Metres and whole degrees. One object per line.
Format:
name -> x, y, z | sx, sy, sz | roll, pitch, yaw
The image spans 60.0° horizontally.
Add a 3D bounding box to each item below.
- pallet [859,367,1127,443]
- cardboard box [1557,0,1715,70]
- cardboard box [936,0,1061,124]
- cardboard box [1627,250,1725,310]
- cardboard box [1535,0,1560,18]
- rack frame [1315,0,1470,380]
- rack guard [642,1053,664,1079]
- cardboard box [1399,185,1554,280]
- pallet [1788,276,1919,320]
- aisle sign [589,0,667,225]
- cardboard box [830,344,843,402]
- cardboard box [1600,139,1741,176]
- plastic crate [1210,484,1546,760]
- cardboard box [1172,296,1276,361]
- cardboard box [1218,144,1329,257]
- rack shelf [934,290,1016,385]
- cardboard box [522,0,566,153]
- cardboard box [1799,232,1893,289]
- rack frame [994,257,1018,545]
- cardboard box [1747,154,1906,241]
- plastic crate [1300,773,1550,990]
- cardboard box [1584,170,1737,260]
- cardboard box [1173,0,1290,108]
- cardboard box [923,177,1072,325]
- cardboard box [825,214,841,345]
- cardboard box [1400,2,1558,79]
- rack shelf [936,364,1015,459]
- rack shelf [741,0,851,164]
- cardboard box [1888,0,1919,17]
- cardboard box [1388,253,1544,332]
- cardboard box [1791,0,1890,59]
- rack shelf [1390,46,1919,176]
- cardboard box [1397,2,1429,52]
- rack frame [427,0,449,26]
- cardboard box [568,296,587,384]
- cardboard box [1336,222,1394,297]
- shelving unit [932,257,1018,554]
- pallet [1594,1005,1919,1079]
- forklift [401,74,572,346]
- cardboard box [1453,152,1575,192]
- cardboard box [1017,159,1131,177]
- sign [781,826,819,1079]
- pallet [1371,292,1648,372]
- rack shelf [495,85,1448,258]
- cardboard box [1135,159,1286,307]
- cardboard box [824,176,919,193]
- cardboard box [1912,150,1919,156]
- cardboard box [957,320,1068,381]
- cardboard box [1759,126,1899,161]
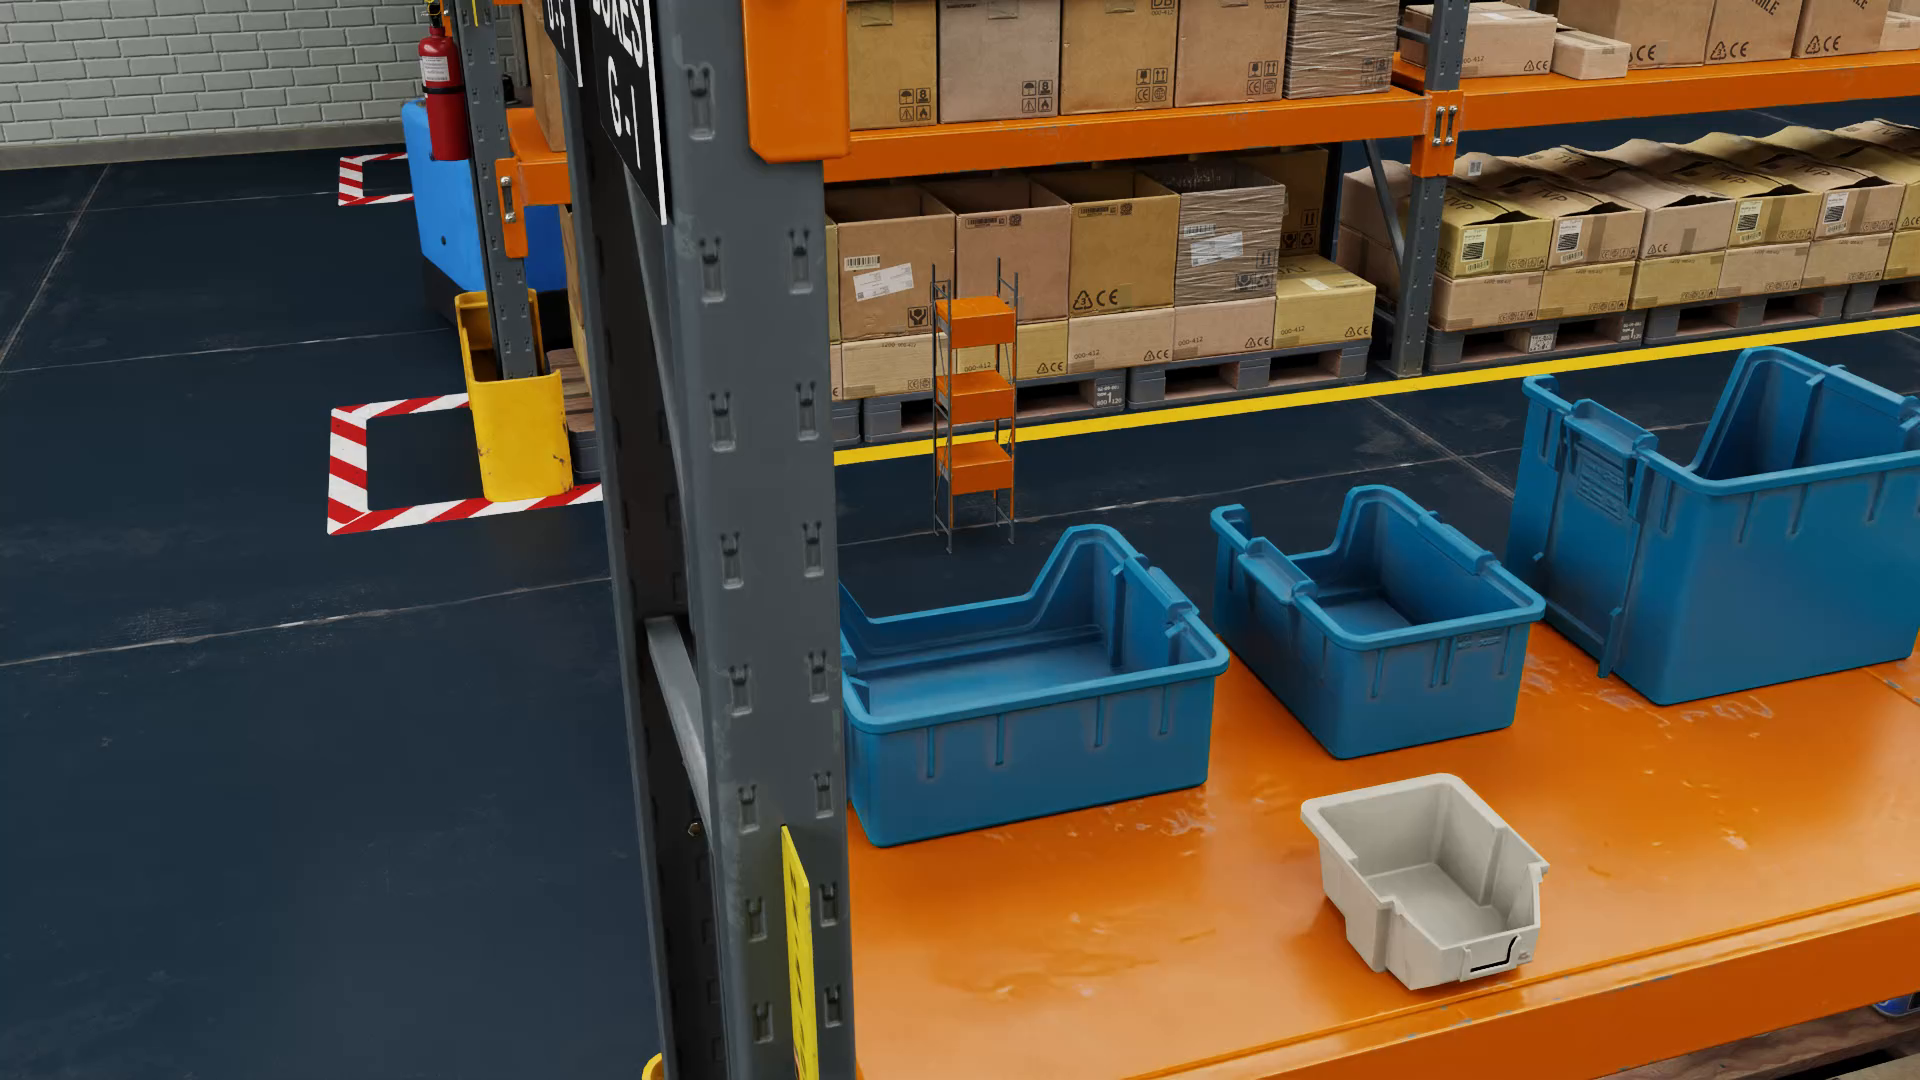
pallet -> 0.017, -0.798, 7.620 | 1.213, 0.211, 1.003 | -8, 28, -16
cardboard box -> 3.185, -2.524, 7.849 | 0.500, 0.500, 0.500 | -6, 27, -12
cardboard box -> 0.064, -2.075, 6.945 | 0.500, 0.500, 0.700 | -7, 27, -15
cardboard box -> 3.387, -1.358, 8.232 | 0.500, 0.250, 0.500 | -9, 28, -18
cardboard box -> 4.954, -4.224, 13.330 | 0.750, 0.750, 0.750 | -9, 28, -17
rack frame -> 1.948, -2.308, 7.526 | 0.127, 3.000, 1.000 | -8, 28, -16
rack guard -> -0.267, 1.427, 2.814 | 0.348, 0.500, 1.175 | -8, 28, -16
cardboard box -> 2.418, -1.468, 7.822 | 0.500, 0.311, 0.500 | -8, 28, -16
pallet -> 4.957, -1.513, 9.061 | 1.213, 0.211, 1.003 | -8, 28, -16
aisle sign -> -0.302, -0.693, 1.350 | 0.004, 0.787, 0.394 | -8, 28, -16
cardboard box -> -0.802, -0.764, 7.036 | 0.500, 0.250, 0.500 | -8, 28, -16
cardboard box -> 3.692, -1.903, 8.698 | 0.500, 0.311, 0.500 | -9, 28, -17
plastic crate -> 0.678, 0.122, 2.799 | 0.408, 0.251, 0.499 | -8, 28, -16
cardboard box -> 1.097, -1.044, 7.599 | 0.500, 0.250, 0.500 | -8, 28, -16
cardboard box -> 1.410, -1.669, 8.016 | 0.500, 0.500, 0.500 | -8, 28, -16
rack shelf -> 0.051, -0.722, 5.910 | 0.240, 0.259, 0.215 | -8, 28, -16
cardboard box -> -1.407, -1.861, 6.513 | 0.500, 0.500, 0.700 | -8, 28, -16
cardboard box -> 4.359, -1.500, 8.517 | 0.500, 0.250, 0.500 | -8, 27, -15
rack frame -> 0.167, -0.494, 6.065 | 0.008, 1.050, 0.200 | -8, 28, -16
cardboard box -> 4.357, -1.748, 8.387 | 0.500, 0.311, 0.500 | -8, 28, -16
plastic crate -> 0.626, 0.468, 2.230 | 0.250, 0.136, 0.298 | -8, 28, -16
cardboard box -> 3.388, -1.606, 8.101 | 0.500, 0.311, 0.500 | -9, 28, -18
cardboard box -> 1.029, -2.214, 7.224 | 0.500, 0.500, 0.700 | -9, 28, -17
cardboard box -> 0.151, -1.235, 7.141 | 0.500, 0.500, 0.500 | -8, 28, -16
cardboard box -> -0.801, -1.099, 6.868 | 0.500, 0.500, 0.500 | -8, 28, -16
cardboard box -> 2.403, -2.327, 7.733 | 0.500, 0.250, 0.500 | -7, 27, -13
rack shelf -> 0.051, -0.468, 6.036 | 0.240, 0.259, 0.215 | -8, 28, -16
rack shelf -> 1.577, -0.959, 2.245 | 4.000, 0.370, 1.077 | -8, 28, -16
cardboard box -> 4.841, -2.778, 8.572 | 0.500, 0.311, 0.500 | -9, 28, -17
cardboard box -> 2.409, -1.216, 7.945 | 0.500, 0.250, 0.500 | -9, 28, -17
cardboard box -> 4.161, -2.666, 8.134 | 0.500, 0.500, 0.500 | -10, 28, -19
rack shelf -> 3.850, -2.261, 8.241 | 4.000, 0.370, 1.077 | -8, 28, -16
cardboard box -> 3.546, -3.909, 13.067 | 0.500, 0.500, 0.700 | -8, 27, -15
rack frame -> -3.393, -3.851, 10.635 | 0.127, 3.000, 1.000 | -8, 28, -16
cardboard box -> -1.437, -0.913, 7.335 | 0.500, 0.250, 0.500 | -8, 28, -16
cardboard box -> 2.253, -1.444, 8.406 | 0.500, 0.250, 0.500 | -9, 28, -17
shelving unit -> 0.051, -0.478, 6.031 | 0.252, 1.050, 0.215 | -8, 28, -16
pallet -> 1.665, 1.280, 3.434 | 1.213, 0.211, 1.003 | -8, 28, -16
forklift -> -1.246, -2.688, 8.368 | 3.031, 2.935, 1.130 | -15, 30, -28
cardboard box -> 2.737, -1.767, 8.426 | 0.500, 0.311, 0.500 | -7, 27, -15
cardboard box -> 0.460, -1.531, 7.738 | 0.500, 0.500, 0.500 | -8, 28, -16
sign -> -0.158, 0.447, 1.666 | 0.005, 0.325, 0.100 | -8, 28, -16
pallet -> 2.637, -1.177, 8.384 | 1.213, 0.211, 1.003 | -8, 28, -16
rack shelf -> 0.047, -1.711, 7.131 | 4.000, 0.370, 1.077 | -8, 28, -16
cardboard box -> 1.096, -1.380, 7.434 | 0.500, 0.500, 0.500 | -8, 28, -16
cardboard box -> -0.491, -1.393, 7.460 | 0.500, 0.500, 0.500 | -8, 28, -16
cardboard box -> 5.330, -1.891, 8.674 | 0.500, 0.311, 0.500 | -8, 27, -15
cardboard box -> 0.151, -0.900, 7.309 | 0.500, 0.250, 0.500 | -8, 28, -16
cardboard box -> 4.666, -2.043, 8.981 | 0.500, 0.311, 0.500 | -9, 28, -17
